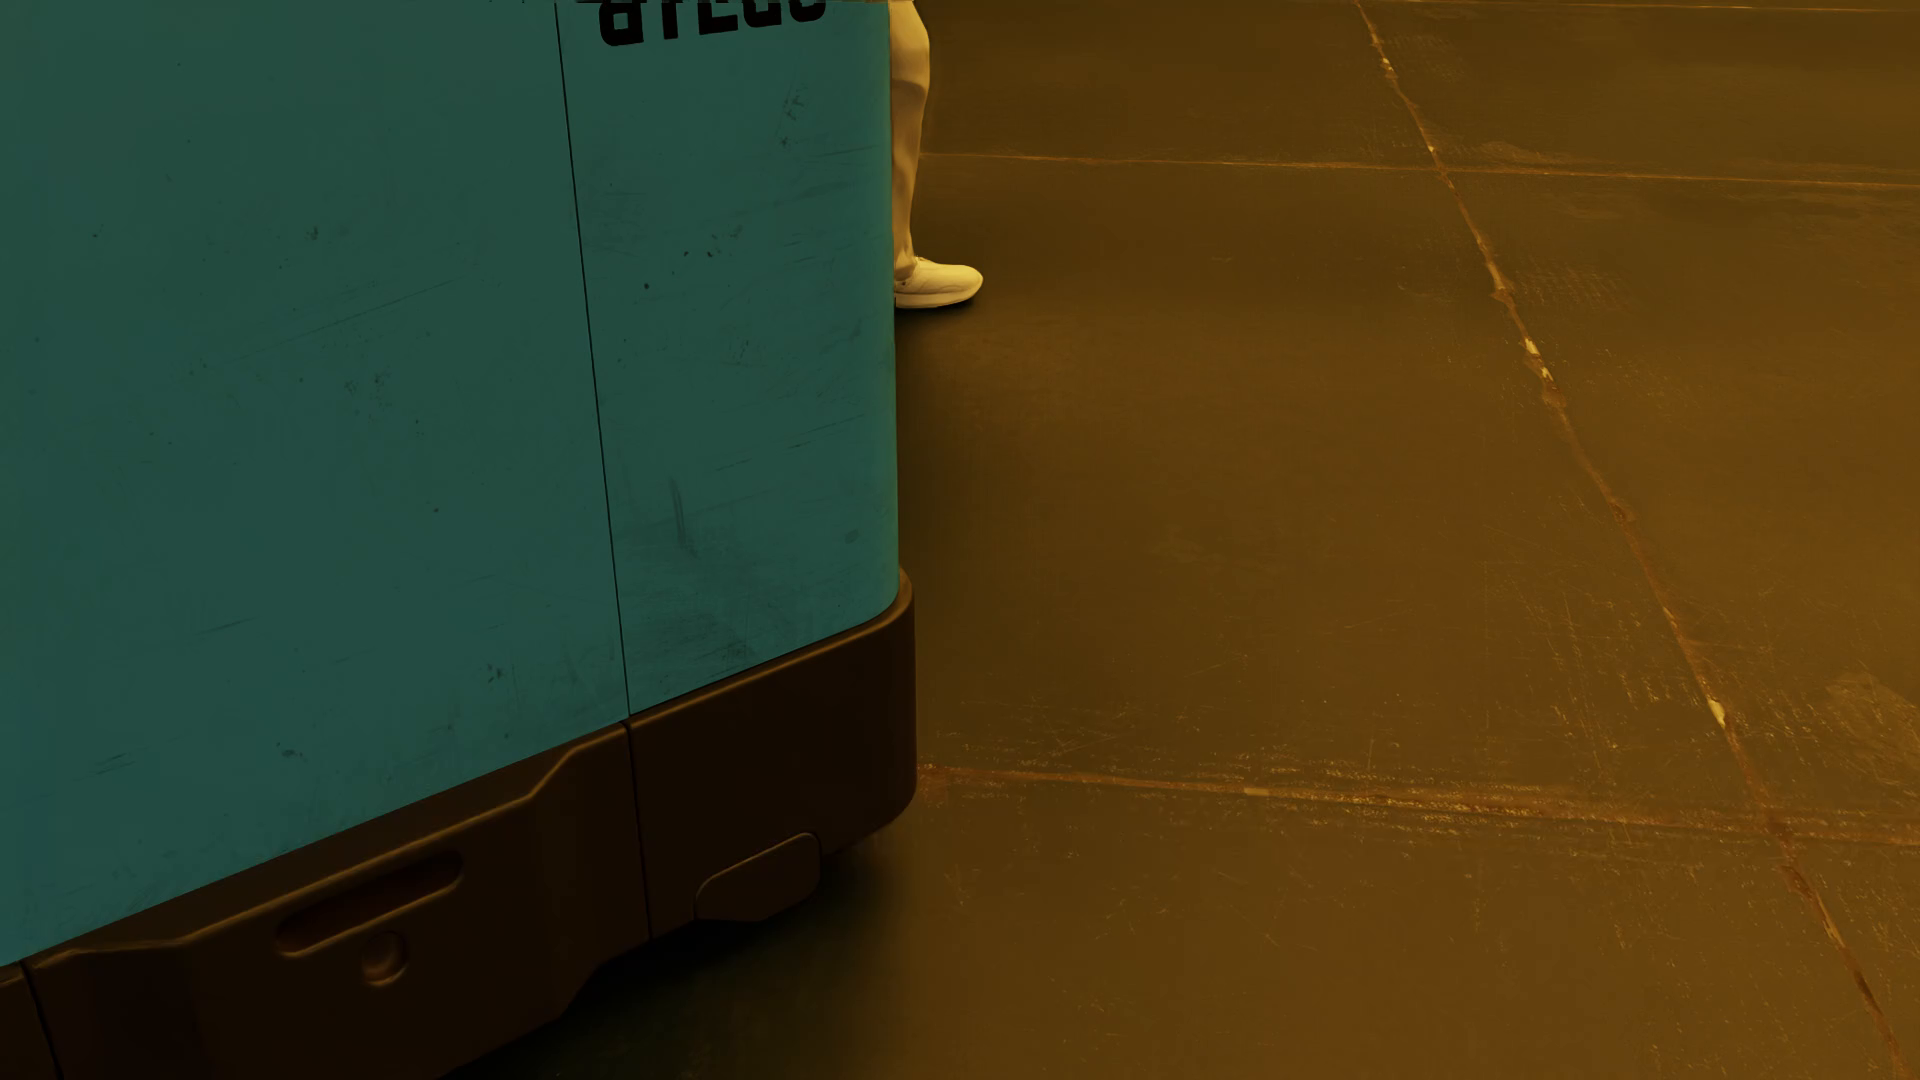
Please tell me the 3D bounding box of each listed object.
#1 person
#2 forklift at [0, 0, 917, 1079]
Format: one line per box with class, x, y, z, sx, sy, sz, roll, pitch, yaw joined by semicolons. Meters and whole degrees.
person;-0.377;-1.171;2.936;0.483;1.749;0.924;23;35;39
forklift;-1.499;-0.719;0.657;3.031;2.935;1.130;-21;33;-35
